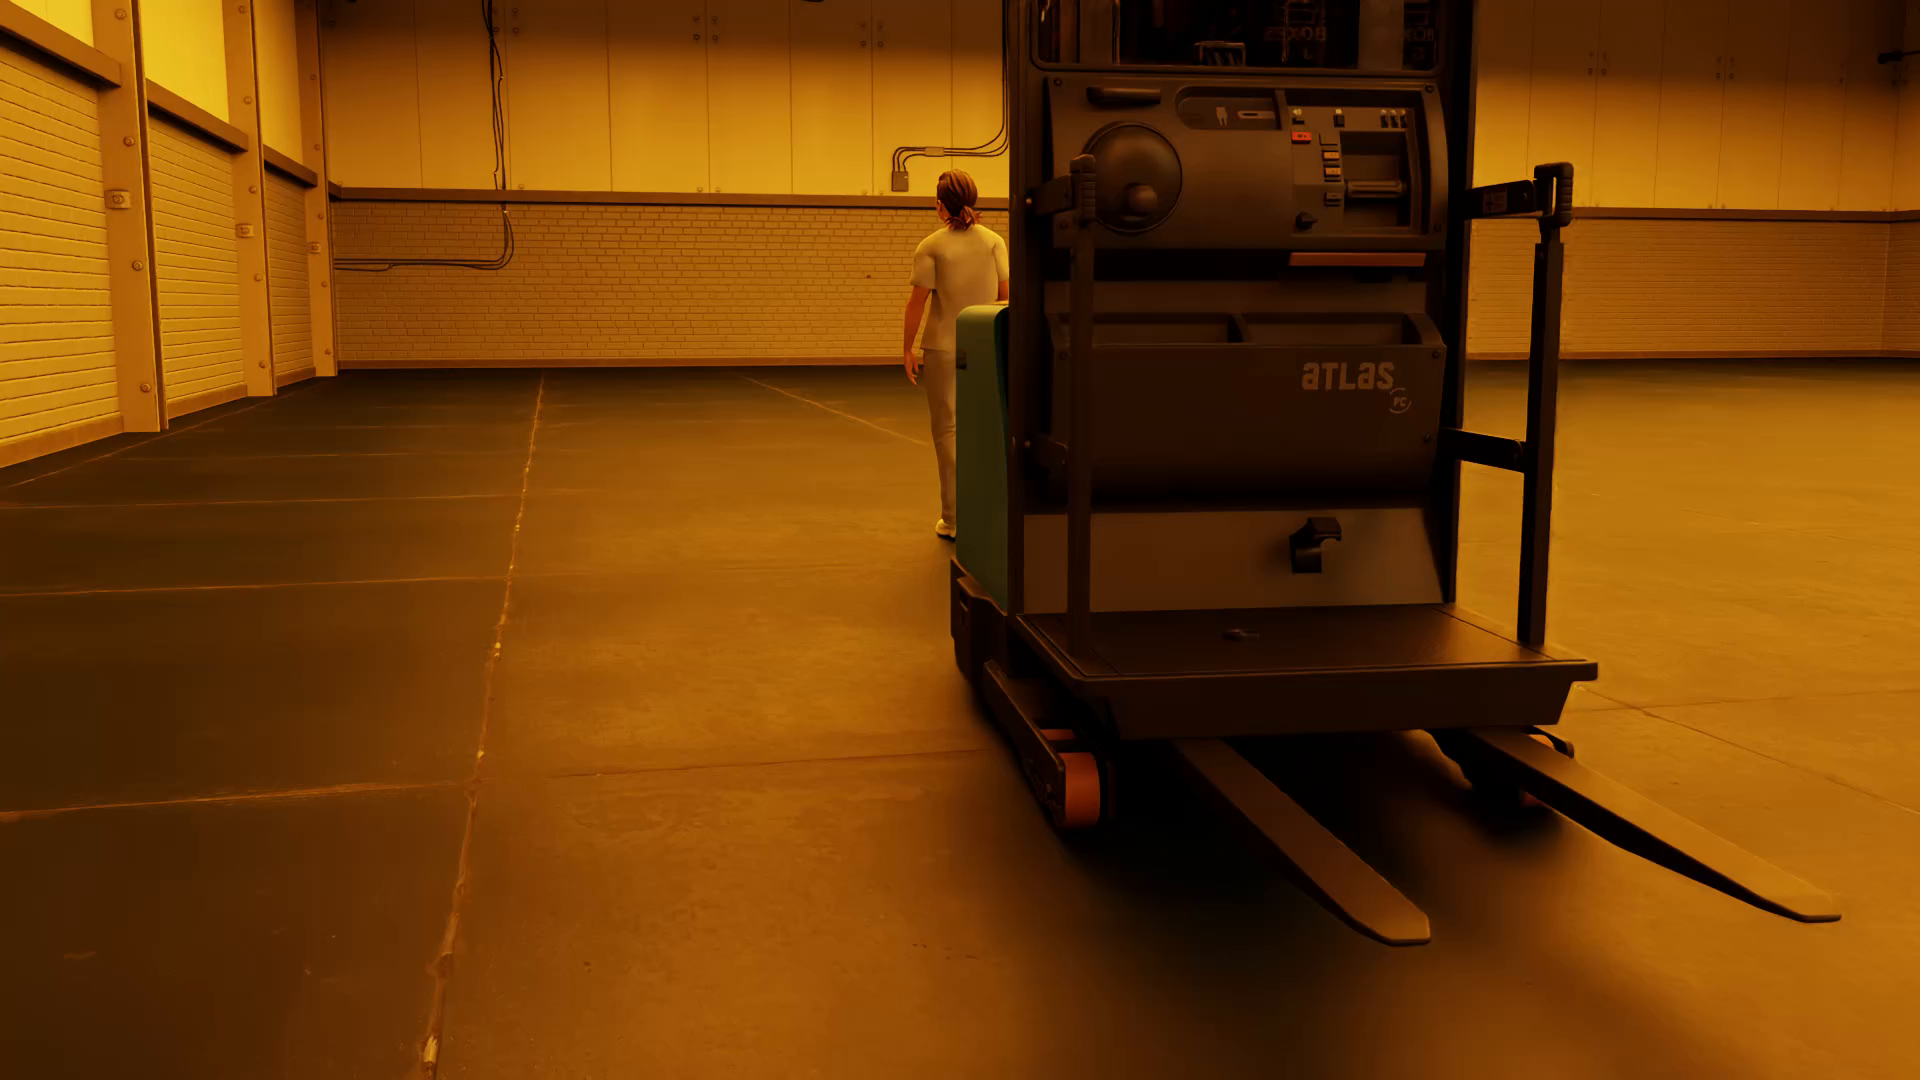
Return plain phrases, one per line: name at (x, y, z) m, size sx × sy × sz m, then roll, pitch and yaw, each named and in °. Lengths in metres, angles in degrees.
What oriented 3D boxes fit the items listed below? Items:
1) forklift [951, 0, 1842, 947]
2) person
forklift at (0.693, -0.904, 3.595) m, size 1.130 × 2.935 × 3.031 m, roll -1°, pitch 8°, yaw -8°
person at (-0.004, -0.842, 7.665) m, size 0.549 × 1.663 × 0.548 m, roll -2°, pitch 8°, yaw -13°
